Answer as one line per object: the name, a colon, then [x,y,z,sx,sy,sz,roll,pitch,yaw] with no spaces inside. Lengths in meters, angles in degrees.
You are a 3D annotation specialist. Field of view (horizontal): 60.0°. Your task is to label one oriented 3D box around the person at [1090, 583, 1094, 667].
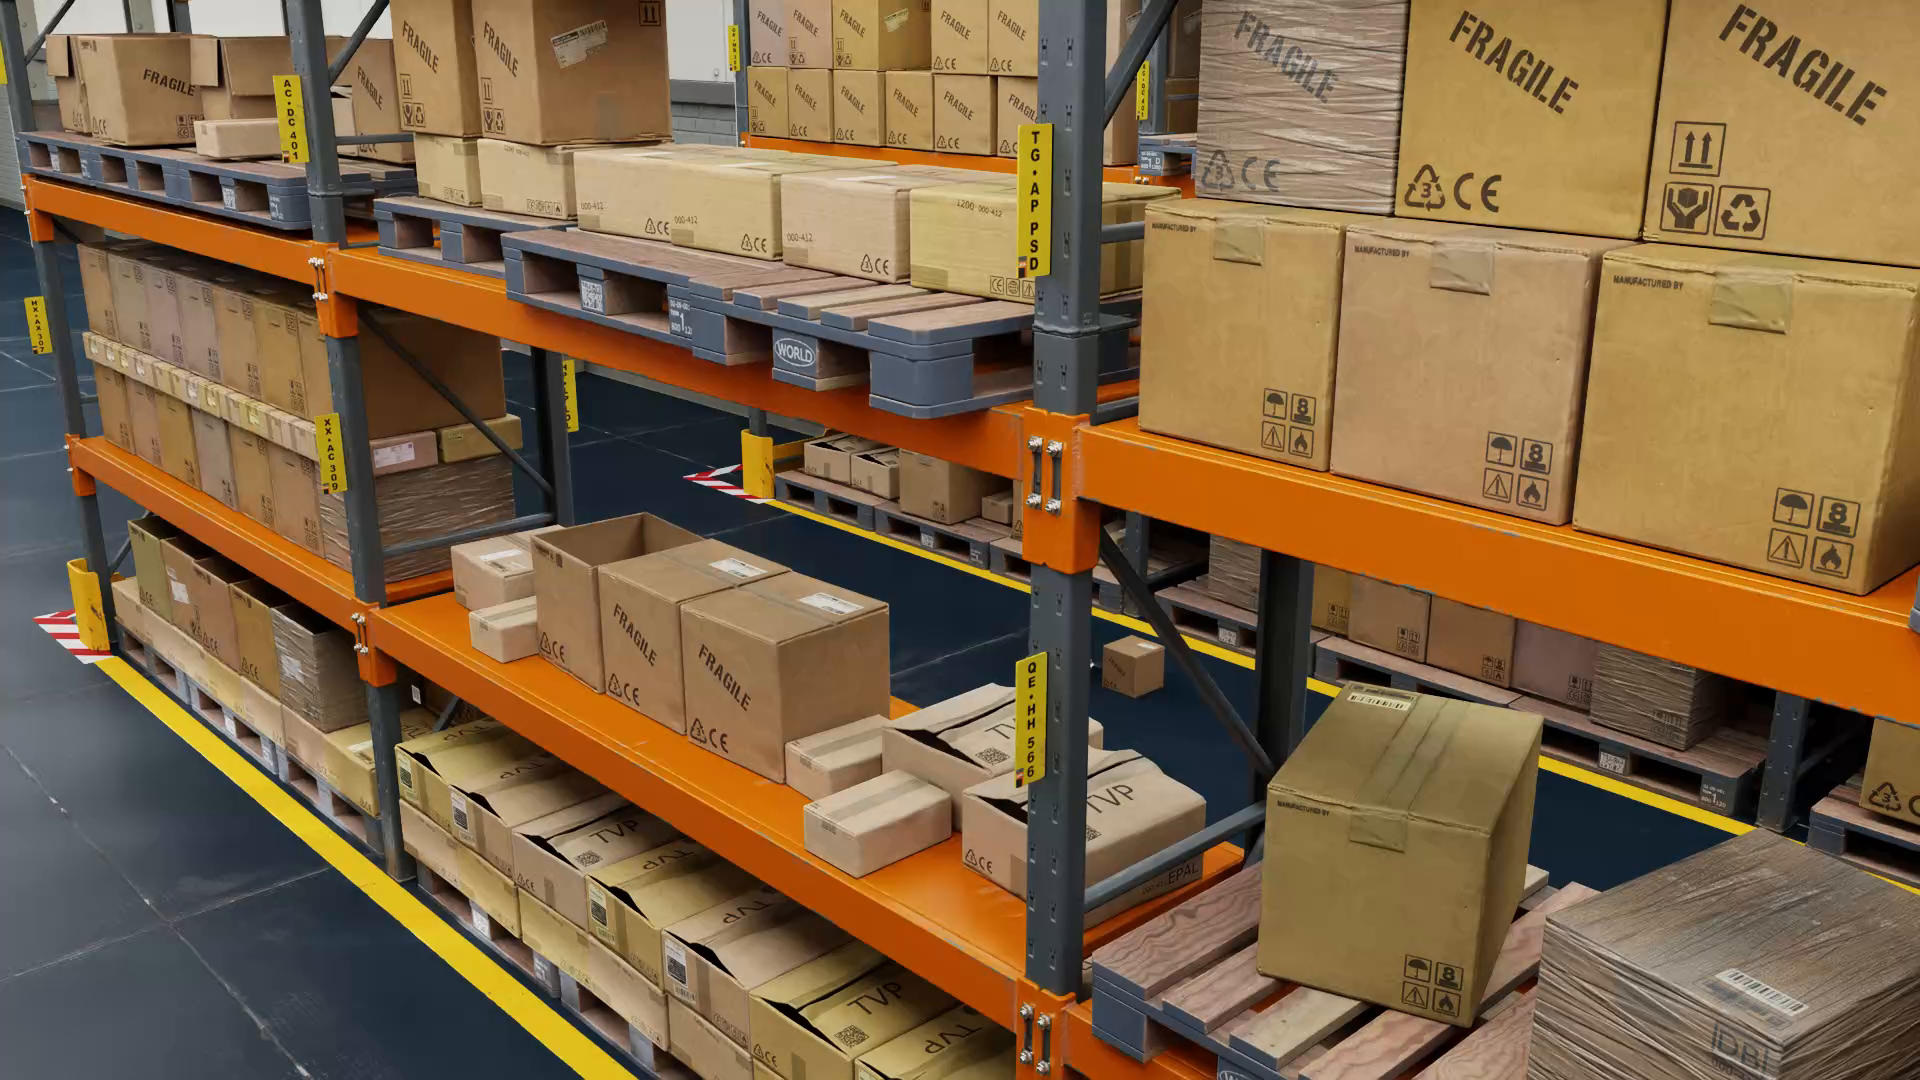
person: [0.619,0.018,9.586,0.340,1.564,0.417,12,21,33]
